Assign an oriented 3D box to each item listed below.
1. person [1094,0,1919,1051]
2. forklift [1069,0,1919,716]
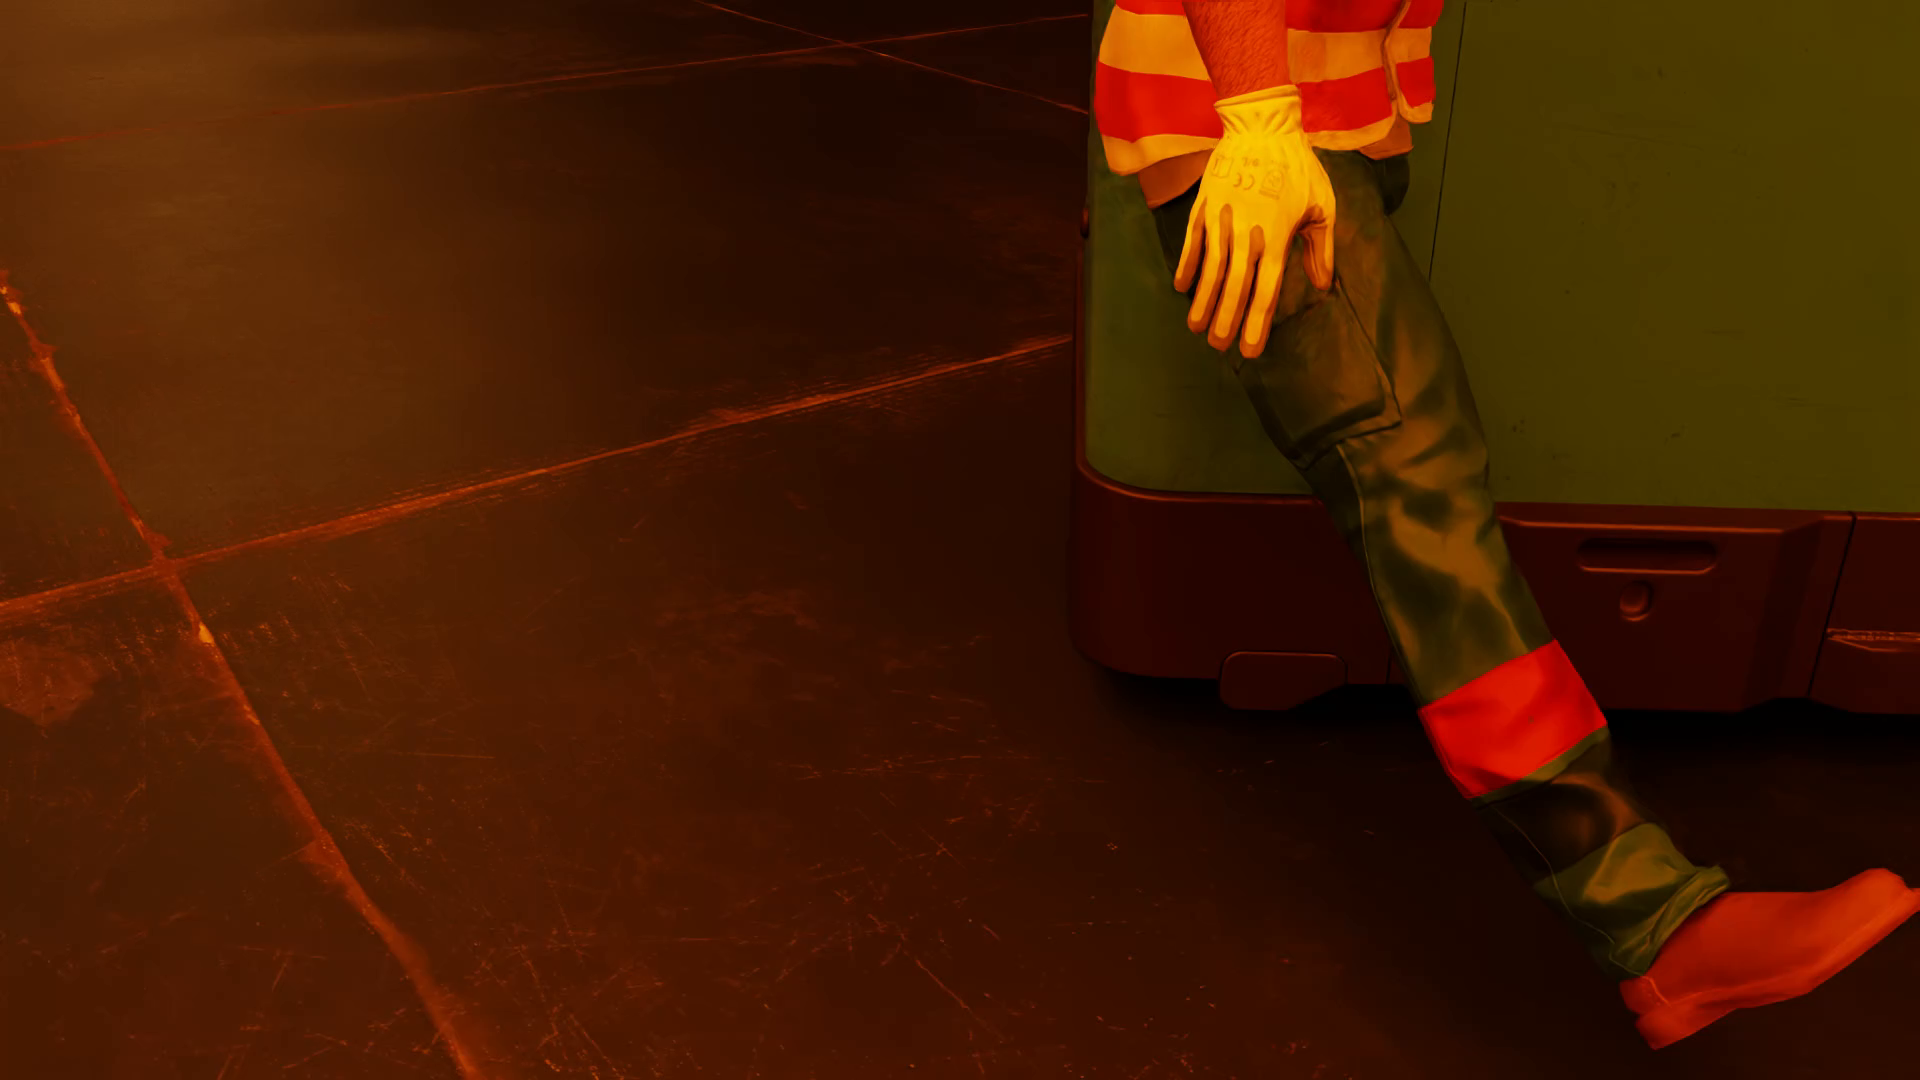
[{"bbox_3d":[0.657,-0.431,1.643,1.038,1.451,1.061,-23,34,-38],"label":"person"},{"bbox_3d":[1.678,-1.273,1.768,3.031,2.935,1.130,2,27,3],"label":"forklift"}]
